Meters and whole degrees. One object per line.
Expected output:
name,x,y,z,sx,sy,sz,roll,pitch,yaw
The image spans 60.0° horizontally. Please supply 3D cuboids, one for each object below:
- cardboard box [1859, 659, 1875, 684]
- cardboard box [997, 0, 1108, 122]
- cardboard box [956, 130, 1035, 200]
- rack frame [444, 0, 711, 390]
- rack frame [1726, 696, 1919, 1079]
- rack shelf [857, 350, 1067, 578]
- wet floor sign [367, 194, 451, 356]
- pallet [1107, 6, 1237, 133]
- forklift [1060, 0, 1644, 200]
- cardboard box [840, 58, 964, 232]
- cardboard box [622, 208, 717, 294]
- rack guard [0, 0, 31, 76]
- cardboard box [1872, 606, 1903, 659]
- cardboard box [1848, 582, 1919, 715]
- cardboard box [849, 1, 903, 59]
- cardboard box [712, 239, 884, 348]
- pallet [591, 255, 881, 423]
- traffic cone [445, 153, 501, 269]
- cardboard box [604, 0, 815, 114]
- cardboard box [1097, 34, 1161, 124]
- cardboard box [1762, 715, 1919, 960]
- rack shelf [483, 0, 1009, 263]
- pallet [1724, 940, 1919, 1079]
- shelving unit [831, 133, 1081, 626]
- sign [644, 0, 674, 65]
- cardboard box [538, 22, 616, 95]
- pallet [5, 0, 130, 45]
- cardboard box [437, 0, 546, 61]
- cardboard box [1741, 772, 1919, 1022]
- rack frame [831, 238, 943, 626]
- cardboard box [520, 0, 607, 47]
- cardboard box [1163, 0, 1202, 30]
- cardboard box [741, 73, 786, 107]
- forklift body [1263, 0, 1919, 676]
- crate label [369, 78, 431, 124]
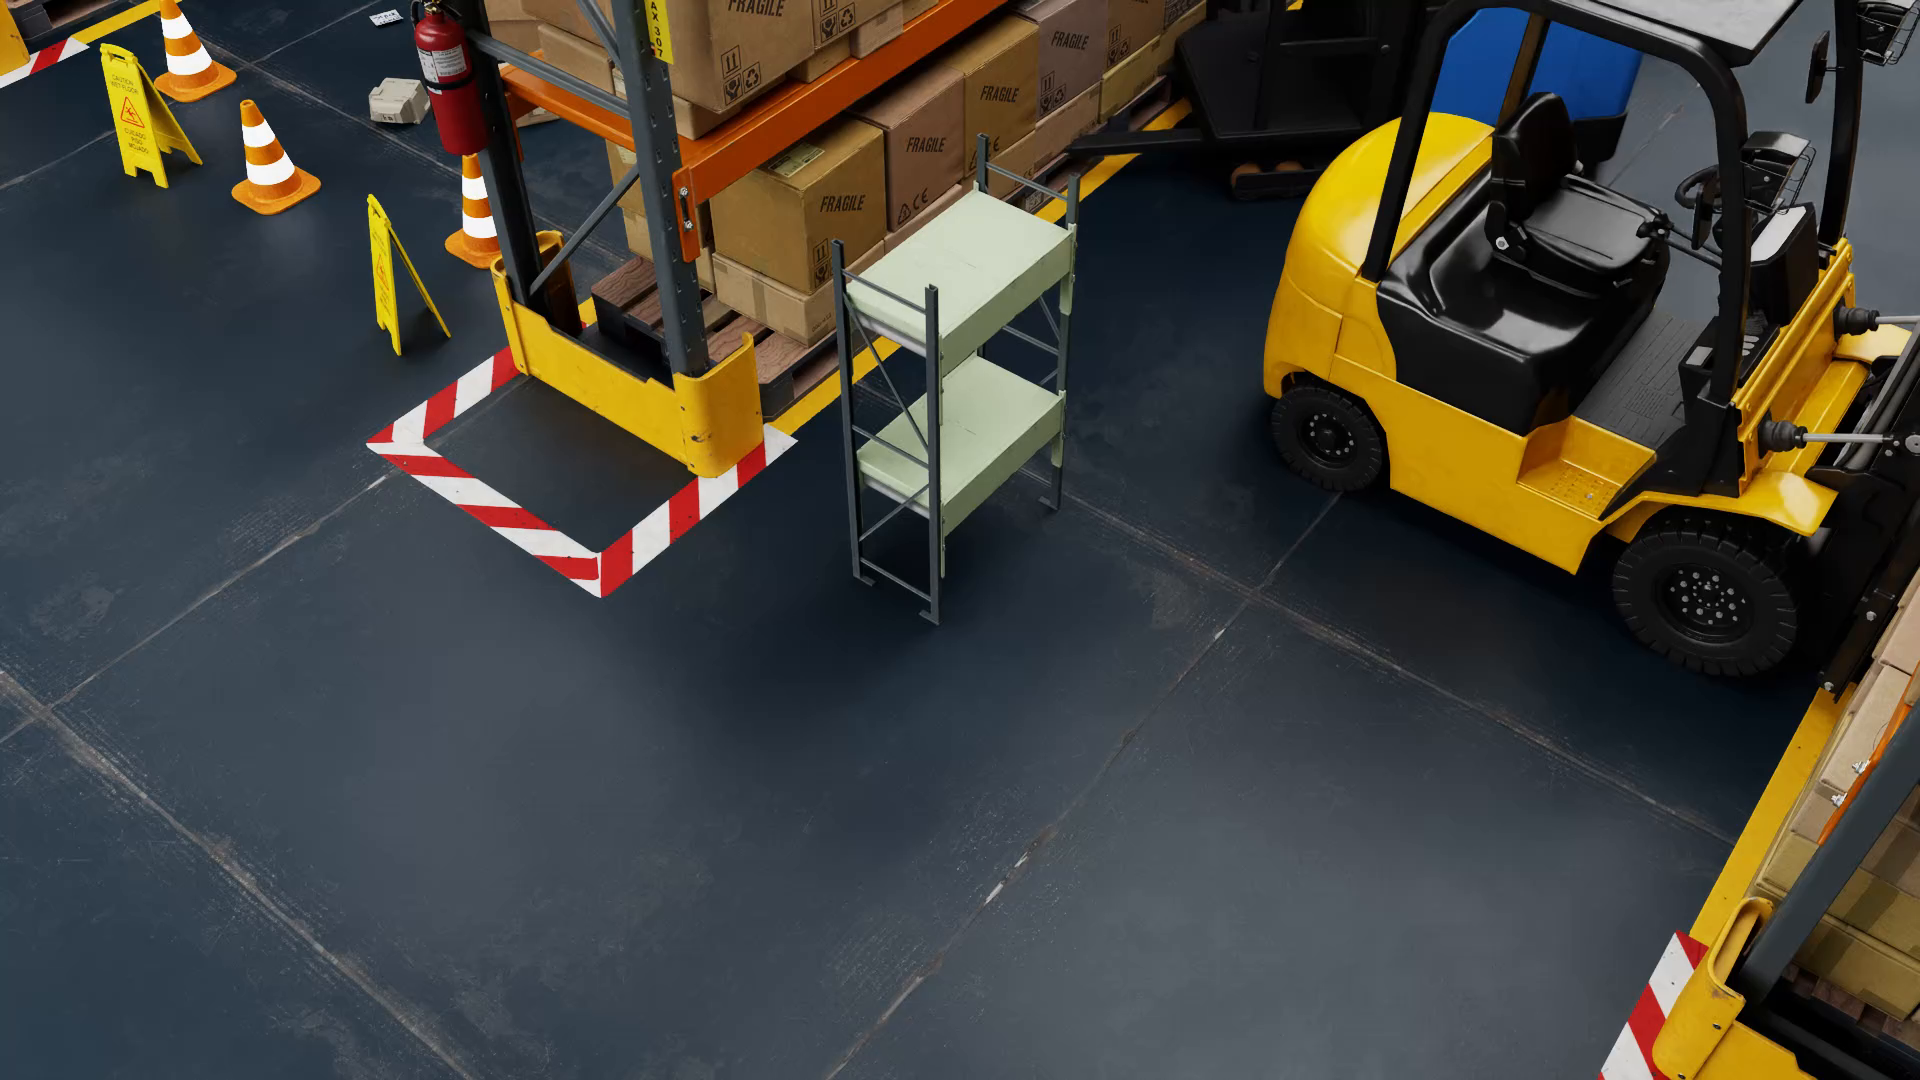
cardboard box,3.223,0.455,5.352,0.500,0.250,0.500,30,53,25
cardboard box,0.307,-2.272,7.439,0.500,0.500,0.500,32,54,27
cardboard box,-0.015,-1.712,7.422,0.500,0.250,0.500,33,54,27
rack frame,-1.369,-1.570,5.676,1.000,3.000,0.127,29,53,25
rack frame,2.561,0.622,3.582,1.000,3.000,0.127,29,53,25
rack shelf,-0.004,-0.289,5.940,0.431,0.370,0.720,29,53,25
wet floor sign,-2.332,-1.121,6.875,0.232,0.644,0.267,-25,51,-22
pallet,0.694,-2.496,8.488,1.003,0.211,1.213,29,53,25
forklift,1.561,-3.004,7.092,3.031,2.935,1.130,-5,47,-5
cardboard box,-0.327,-1.679,6.872,0.500,0.500,0.500,27,52,24
cardboard box,-1.073,-1.361,7.087,0.500,0.250,0.500,29,53,25
rack guard,-5.363,-2.824,8.602,1.175,0.500,0.348,29,53,25
cardboard box,3.226,0.250,5.202,0.500,0.250,0.500,28,52,24
cardboard box,2.903,0.385,4.727,0.500,0.250,0.500,30,53,26
cardboard box,-0.436,-1.978,6.239,0.380,0.149,0.250,30,53,26
cardboard box,-0.657,-1.105,6.842,0.500,0.250,0.500,29,53,25
pallet,-0.798,-1.100,7.155,1.003,0.211,1.213,29,53,25
traffic cone,-2.127,-1.510,7.373,0.336,0.463,0.334,29,53,25
cardboard box,-0.860,-1.856,5.674,0.500,0.500,0.500,28,53,24
cardboard box,0.610,-2.288,7.973,0.500,0.250,0.500,28,52,24
cardboard box,2.611,0.837,4.641,0.500,0.250,0.500,29,53,25
rack shelf,-0.146,-2.466,7.029,1.077,0.370,4.000,29,53,25
pallet,2.996,1.129,5.025,1.003,0.211,1.213,29,53,25
shelving unit,-0.004,-0.514,5.704,0.431,1.500,0.755,29,53,25
sign,-0.940,-1.630,5.134,0.100,0.325,0.005,29,53,25
cardboard box,-1.310,-1.792,6.061,0.380,0.149,0.250,31,54,26
pallet,-4.921,-3.230,9.189,1.003,0.211,1.213,29,53,25
cardboard box,-2.298,-2.832,8.608,0.797,0.503,0.637,-2,46,-2
cardboard box,2.598,1.018,4.814,0.500,0.250,0.500,30,53,25
rack frame,-0.228,-0.305,5.504,0.400,1.500,0.023,29,53,25
cardboard box,-1.255,-2.140,5.945,0.500,0.500,0.500,28,53,24
cardboard box,0.927,-2.856,7.997,0.500,0.500,0.500,28,53,25
cardboard box,-0.854,-1.737,6.009,0.380,0.149,0.250,30,53,26
forklift body,2.277,-0.977,5.695,2.313,2.155,1.214,29,53,25
crate label,-2.782,-2.171,8.230,0.250,0.136,0.298,6,47,5
